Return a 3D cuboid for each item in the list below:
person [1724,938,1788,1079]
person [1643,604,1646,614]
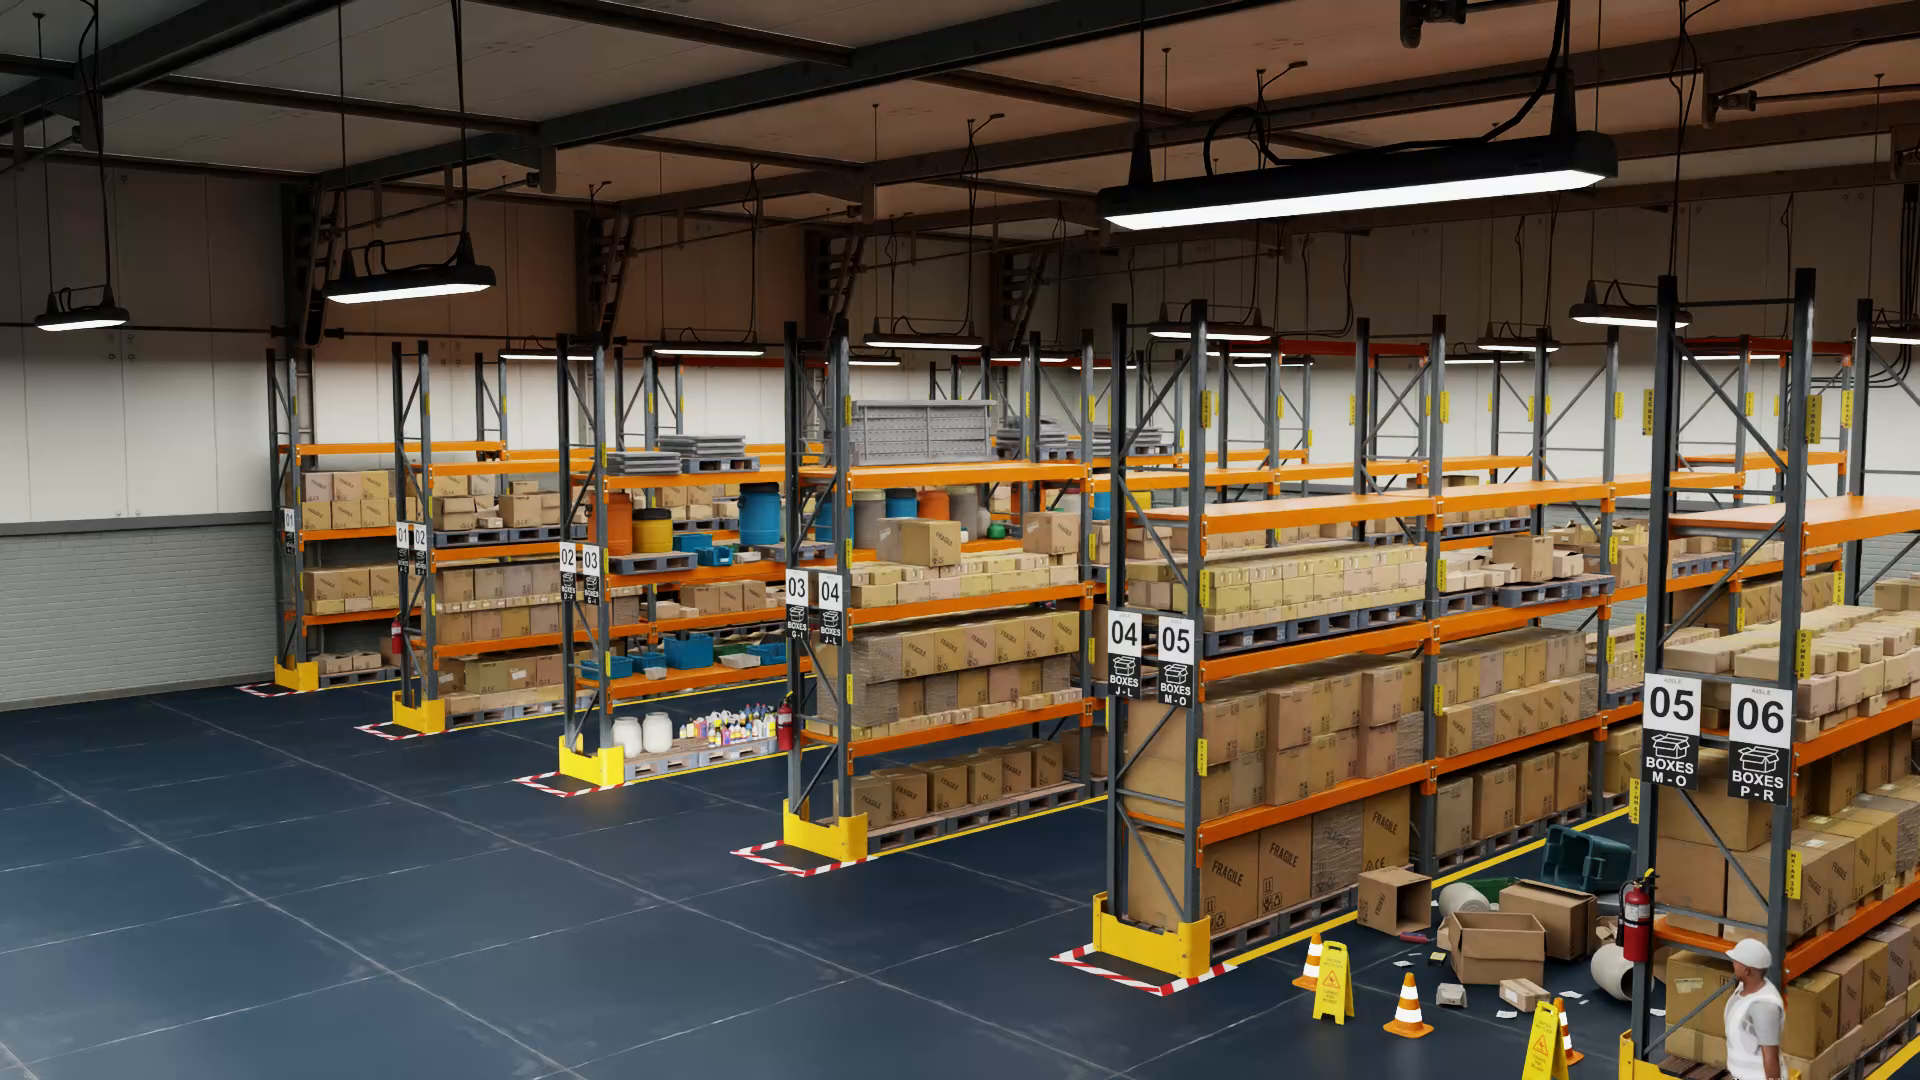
[{"bbox_3d":[5.033,3.392,10.526,1.054,1.738,0.675,1,5,13],"label":"person"},{"bbox_3d":[12.818,1.684,30.673,0.460,1.616,1.051,3,6,35],"label":"person"}]
